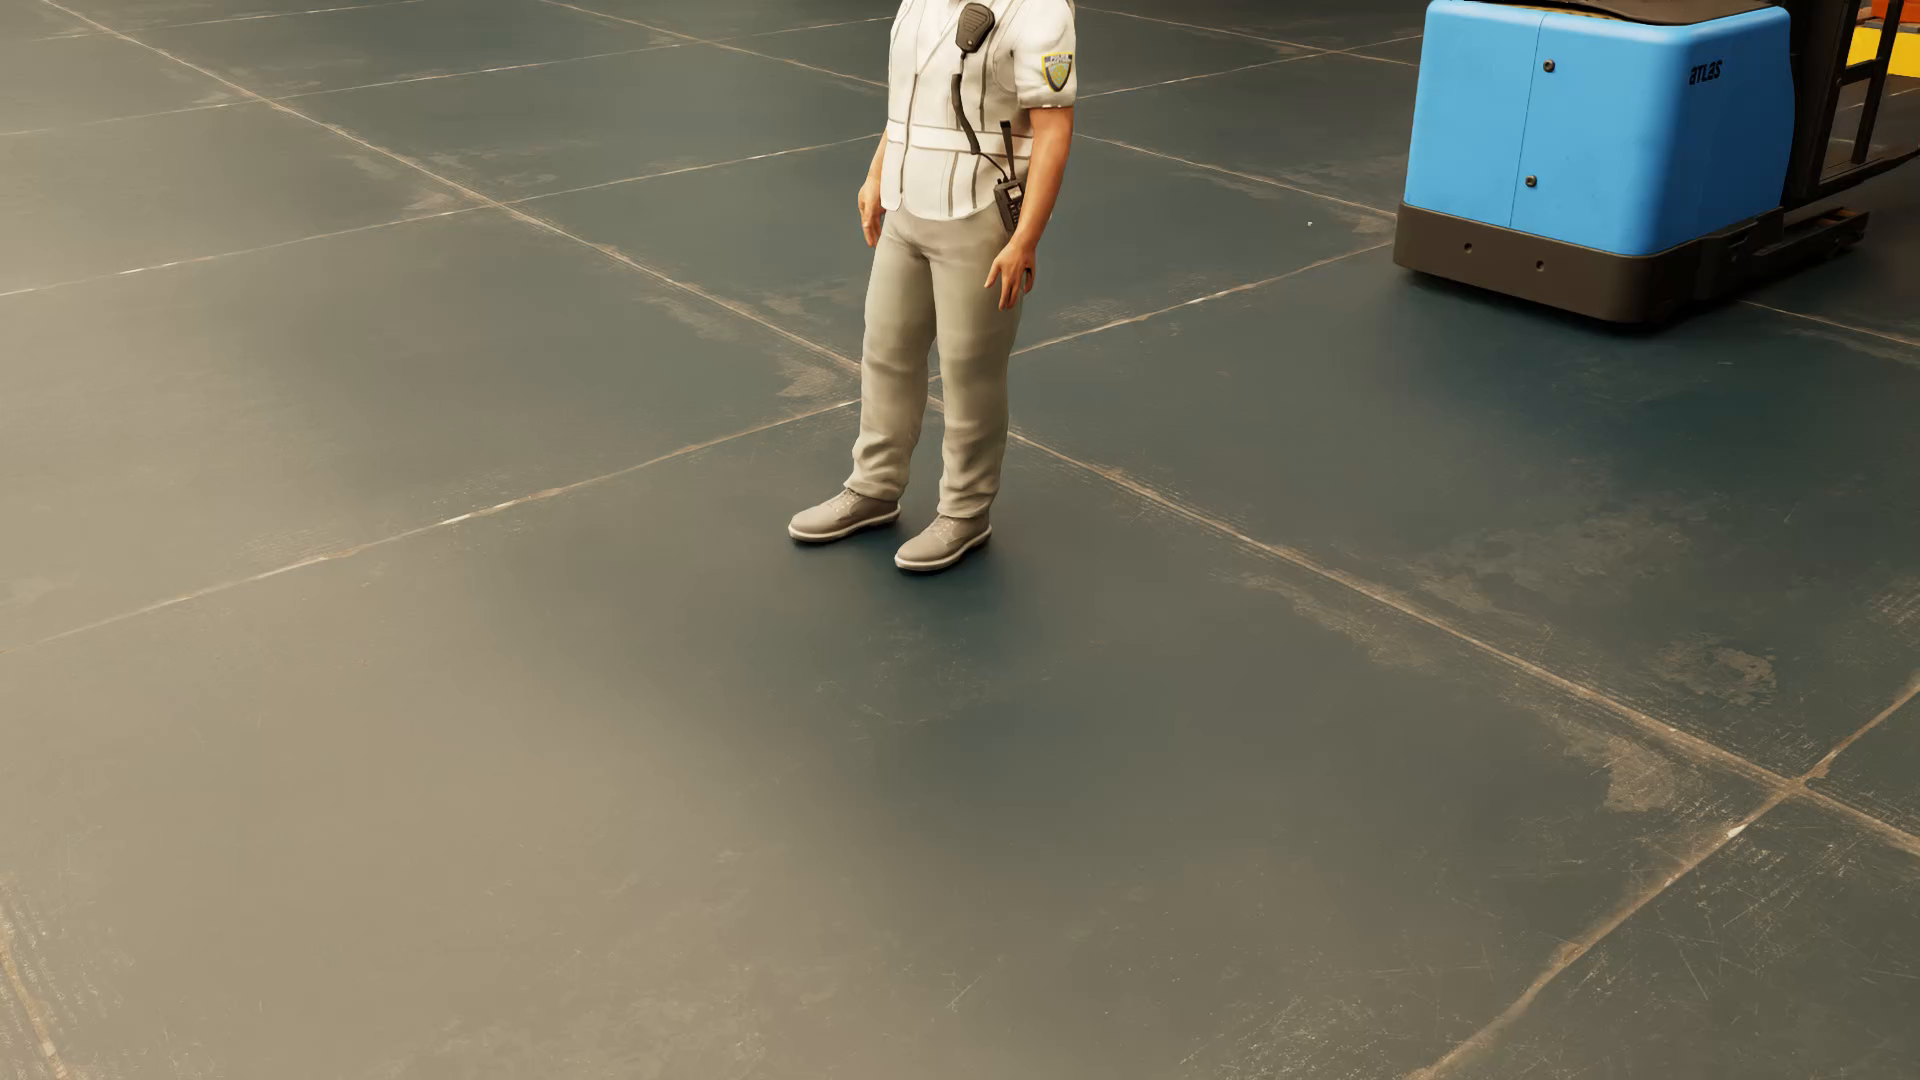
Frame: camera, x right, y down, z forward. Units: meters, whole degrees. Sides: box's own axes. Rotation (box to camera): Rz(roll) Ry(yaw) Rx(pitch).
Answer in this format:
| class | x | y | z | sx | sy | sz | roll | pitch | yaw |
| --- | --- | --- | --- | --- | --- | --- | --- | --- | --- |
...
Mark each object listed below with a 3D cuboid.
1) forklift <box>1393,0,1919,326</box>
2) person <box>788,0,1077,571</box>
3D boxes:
| class | x | y | z | sx | sy | sz | roll | pitch | yaw |
| --- | --- | --- | --- | --- | --- | --- | --- | --- | --- |
| forklift | 3.144 | -2.617 | 6.478 | 3.031 | 2.935 | 1.130 | -21 | 33 | -36 |
| person | -0.067 | -0.787 | 4.065 | 0.574 | 1.780 | 0.641 | -20 | 33 | -35 |
